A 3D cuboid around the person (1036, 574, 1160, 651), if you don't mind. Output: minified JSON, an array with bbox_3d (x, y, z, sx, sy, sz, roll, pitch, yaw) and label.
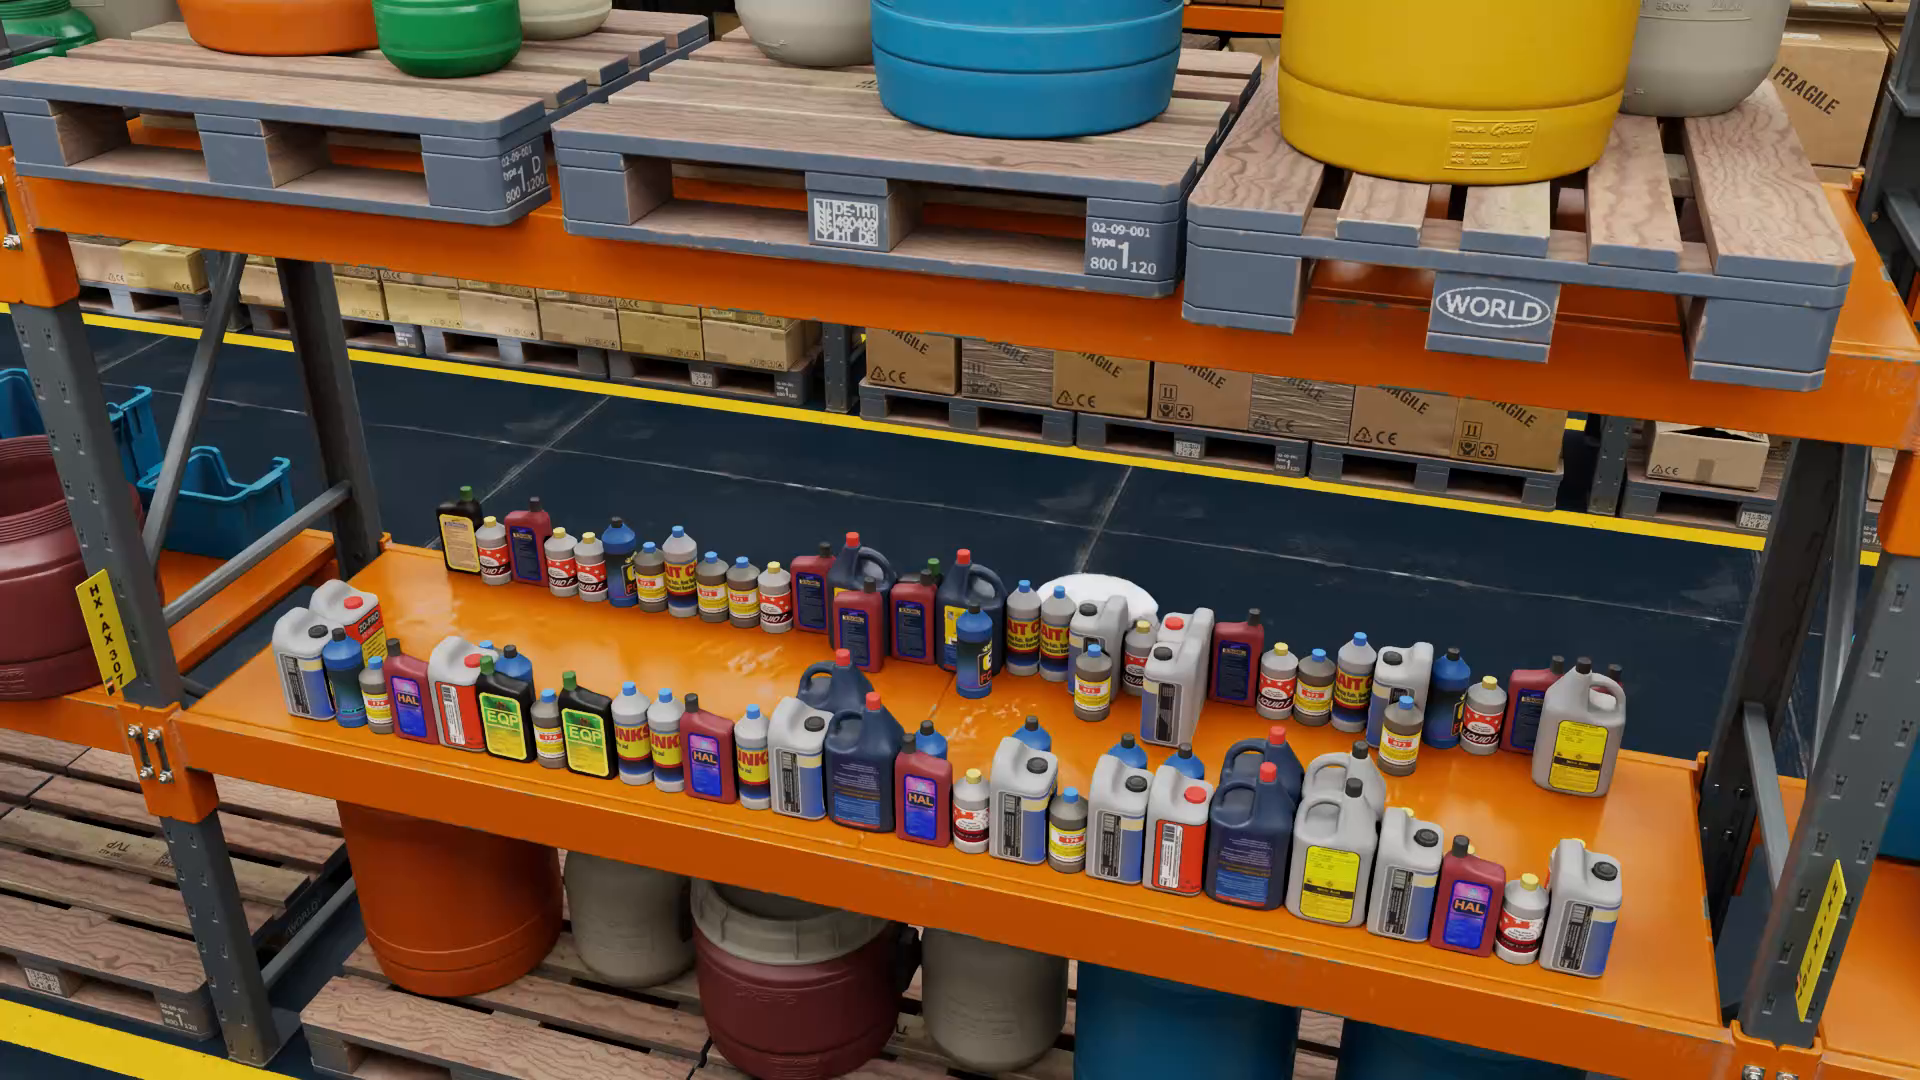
[{"bbox_3d":[0.465,0.465,6.067,0.536,1.000,0.878,9,30,15],"label":"person"}]
